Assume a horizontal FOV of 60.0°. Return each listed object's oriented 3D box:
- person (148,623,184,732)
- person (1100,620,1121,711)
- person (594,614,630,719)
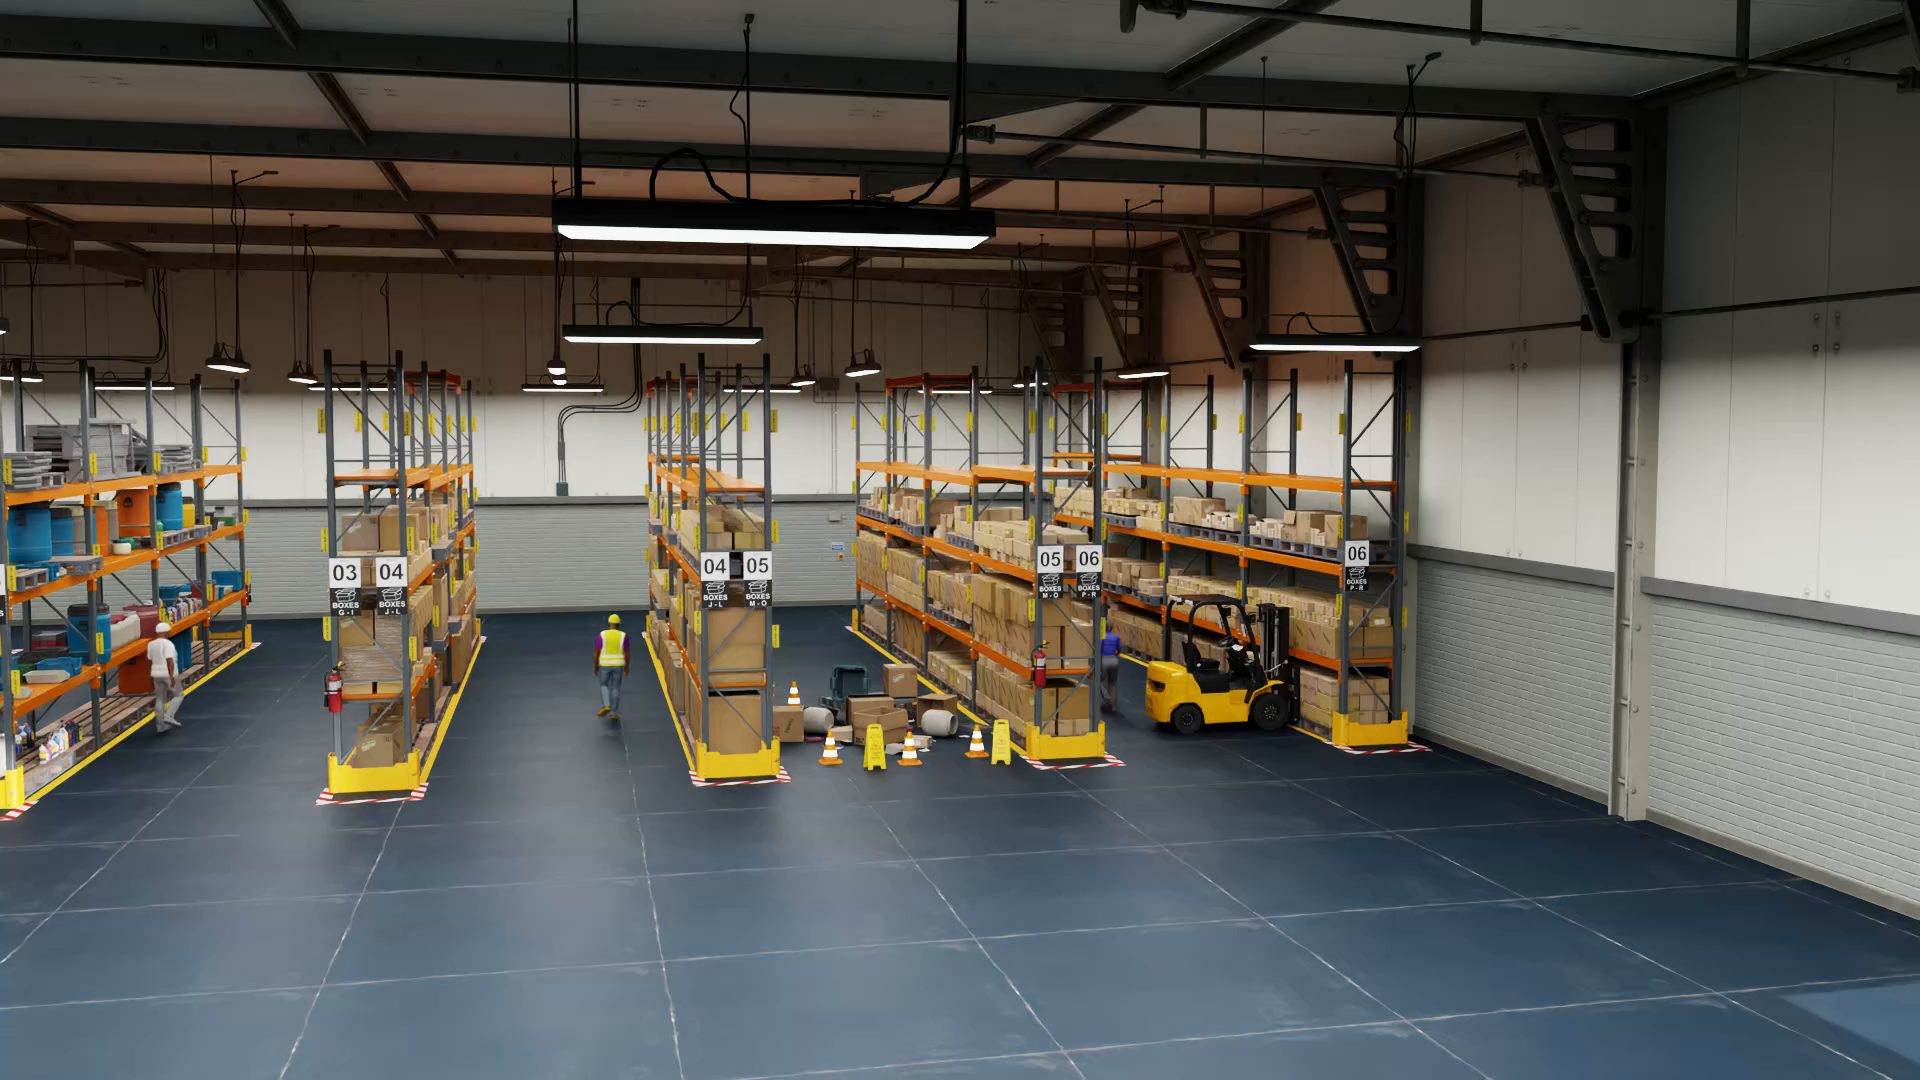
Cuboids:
[{"bbox_3d":[-12.990,2.229,27.116,0.591,1.751,0.488,0,4,4],"label":"person"},{"bbox_3d":[2.590,2.197,29.300,0.550,1.552,0.730,-1,4,-11],"label":"person"},{"bbox_3d":[-5.914,2.145,28.281,0.609,1.759,0.449,-1,4,-10],"label":"person"}]
